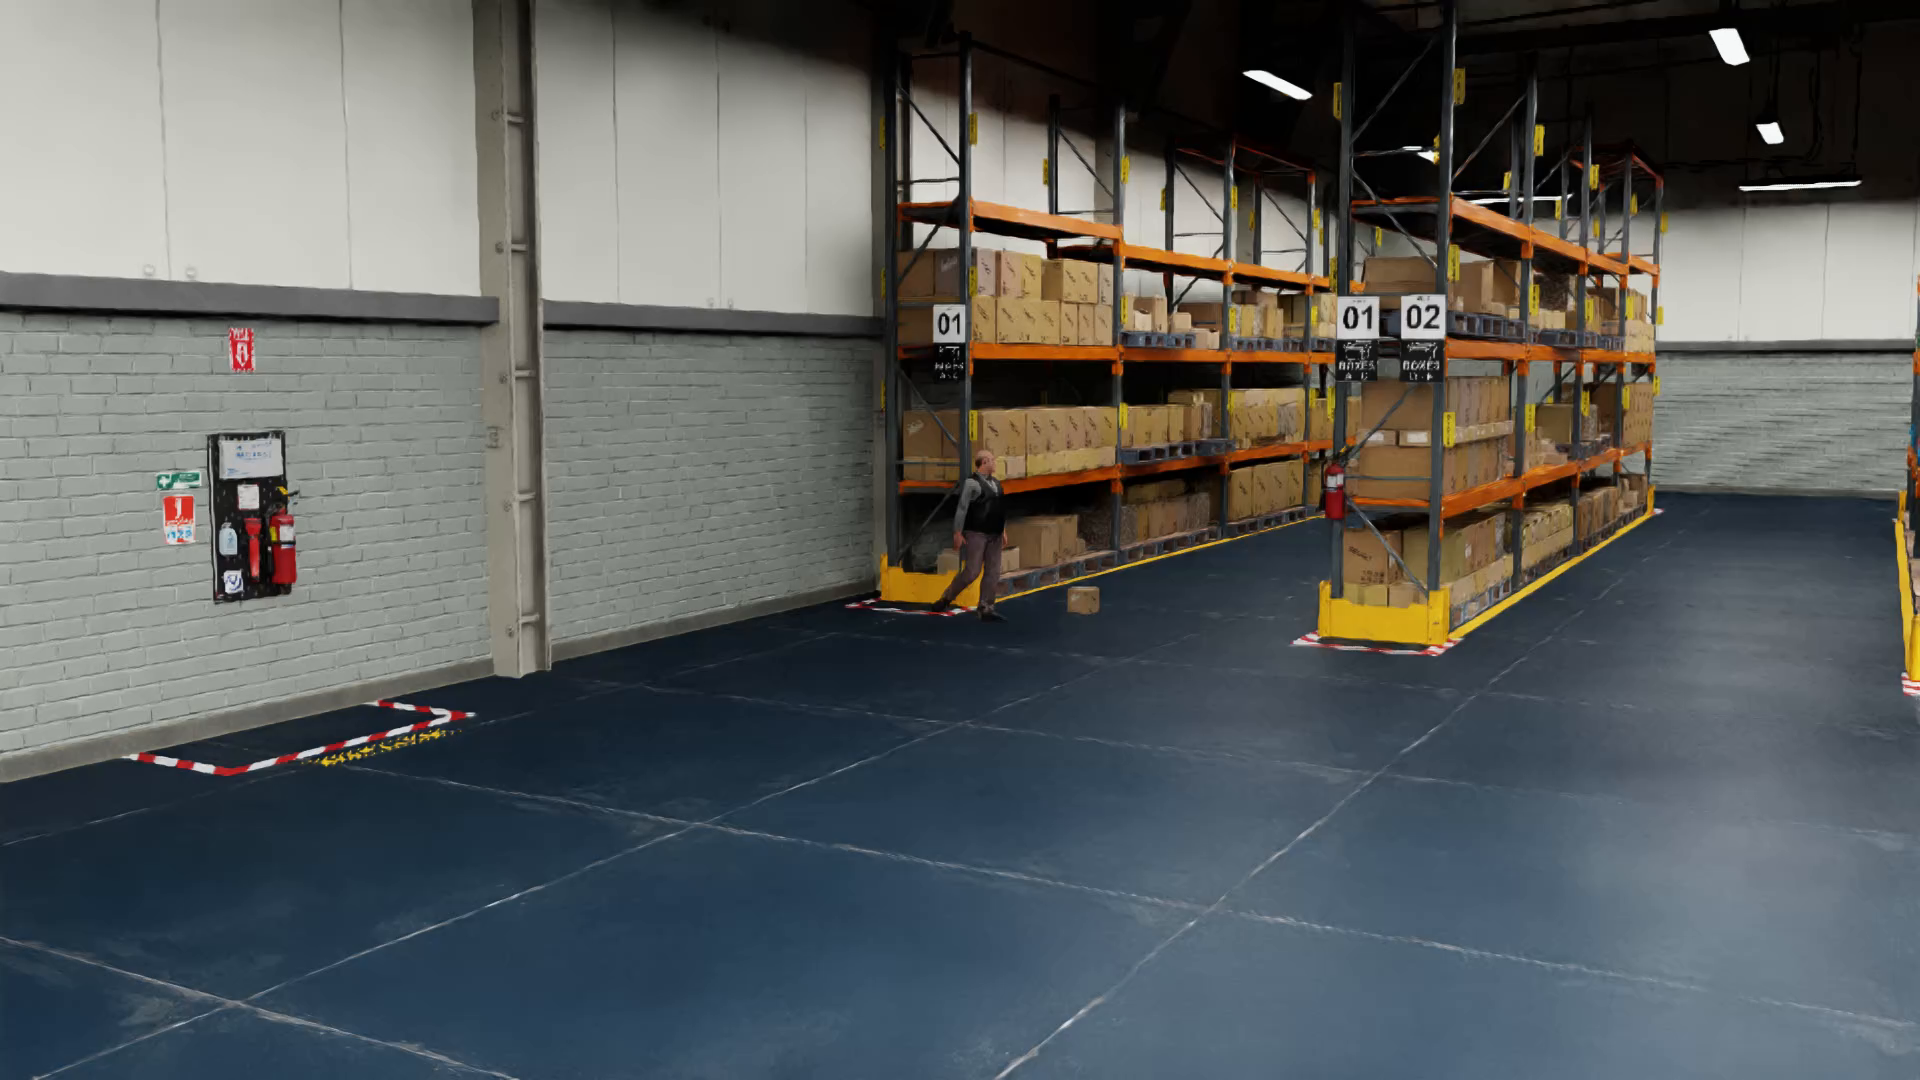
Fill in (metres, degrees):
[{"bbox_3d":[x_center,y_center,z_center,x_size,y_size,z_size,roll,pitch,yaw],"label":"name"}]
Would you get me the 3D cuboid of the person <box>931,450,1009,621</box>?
[{"bbox_3d":[0.129,-0.044,16.696,0.612,1.721,0.722,5,8,40],"label":"person"}]
